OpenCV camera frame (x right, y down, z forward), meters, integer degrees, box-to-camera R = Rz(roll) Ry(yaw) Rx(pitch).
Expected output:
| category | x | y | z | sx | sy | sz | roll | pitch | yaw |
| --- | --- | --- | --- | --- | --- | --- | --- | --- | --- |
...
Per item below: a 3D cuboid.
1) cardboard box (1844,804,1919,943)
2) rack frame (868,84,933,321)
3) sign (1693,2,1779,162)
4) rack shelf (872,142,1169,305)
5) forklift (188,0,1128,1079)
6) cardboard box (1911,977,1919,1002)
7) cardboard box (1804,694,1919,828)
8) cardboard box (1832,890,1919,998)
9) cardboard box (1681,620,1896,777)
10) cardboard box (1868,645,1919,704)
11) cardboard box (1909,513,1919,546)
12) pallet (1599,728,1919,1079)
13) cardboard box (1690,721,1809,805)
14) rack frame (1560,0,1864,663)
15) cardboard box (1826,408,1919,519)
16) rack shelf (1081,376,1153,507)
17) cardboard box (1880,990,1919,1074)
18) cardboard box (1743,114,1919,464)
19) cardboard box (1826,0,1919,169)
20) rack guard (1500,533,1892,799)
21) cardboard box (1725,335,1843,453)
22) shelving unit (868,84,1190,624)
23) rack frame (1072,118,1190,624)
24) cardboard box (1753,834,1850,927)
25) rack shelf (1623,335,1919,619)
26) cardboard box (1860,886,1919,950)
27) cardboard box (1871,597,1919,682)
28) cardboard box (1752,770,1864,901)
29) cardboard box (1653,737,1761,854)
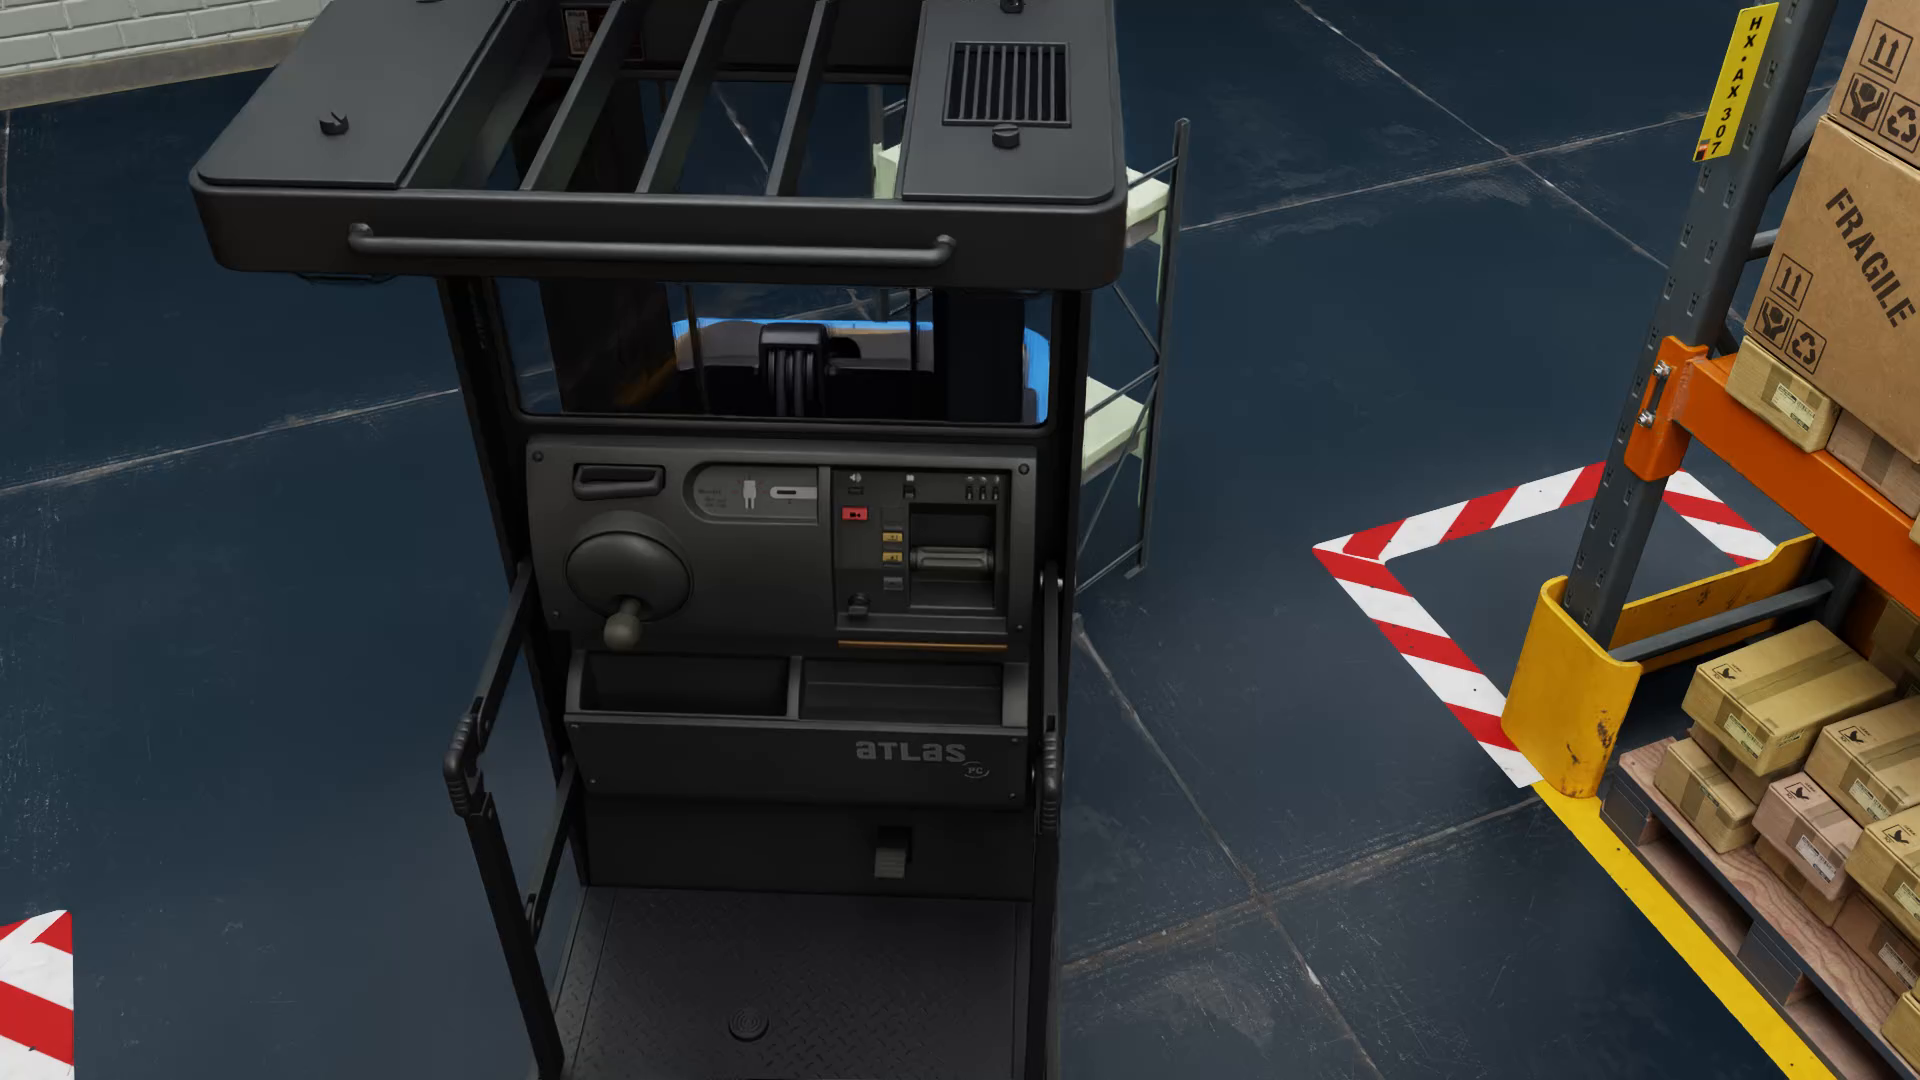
| category | x | y | z | sx | sy | sz | roll | pitch | yaw |
| --- | --- | --- | --- | --- | --- | --- | --- | --- | --- |
| cardboard box | 2.148 | 0.689 | 3.556 | 0.380 | 0.149 | 0.250 | -15 | 43 | -17 |
| rack frame | -0.096 | -0.727 | 4.945 | 0.023 | 1.500 | 0.400 | 32 | 50 | 32 |
| sign | 1.566 | -0.920 | 3.355 | 0.100 | 0.325 | 0.005 | -15 | 43 | -17 |
| rack shelf | 0.168 | -0.857 | 4.498 | 0.720 | 0.370 | 0.431 | 32 | 50 | 32 |
| forklift | -0.333 | 0.094 | 2.892 | 1.130 | 2.935 | 3.031 | 2 | 41 | 2 |
| cardboard box | 2.256 | 0.948 | 3.484 | 0.380 | 0.149 | 0.250 | -14 | 43 | -16 |
| cardboard box | 2.170 | 0.506 | 3.769 | 0.380 | 0.149 | 0.250 | -14 | 43 | -16 |
| cardboard box | 2.249 | 0.875 | 3.796 | 0.380 | 0.149 | 0.250 | -15 | 43 | -16 |
| cardboard box | 1.953 | 0.370 | 3.928 | 0.380 | 0.149 | 0.250 | -17 | 44 | -19 |
| cardboard box | 2.533 | 0.329 | 4.203 | 0.380 | 0.149 | 0.250 | -16 | 43 | -18 |
| cardboard box | 2.077 | -0.036 | 3.184 | 0.380 | 0.149 | 0.250 | -16 | 43 | -18 |
| pallet | 2.374 | 0.874 | 4.071 | 1.003 | 0.211 | 1.213 | -15 | 43 | -17 |
| cardboard box | 2.030 | 0.462 | 4.049 | 0.380 | 0.149 | 0.250 | -13 | 42 | -15 |
| rack frame | 2.067 | -0.727 | 3.795 | 1.000 | 3.000 | 0.127 | -15 | 43 | -17 |
| cardboard box | 2.024 | -0.212 | 3.388 | 0.380 | 0.149 | 0.250 | -14 | 43 | -15 |
| rack shelf | 0.168 | -0.314 | 4.965 | 0.720 | 0.370 | 0.431 | 32 | 50 | 32 |
| cardboard box | 2.245 | 1.057 | 3.585 | 0.380 | 0.149 | 0.250 | -15 | 43 | -16 |
| cardboard box | 1.983 | -0.538 | 3.270 | 0.500 | 0.500 | 0.500 | -13 | 42 | -15 |
| cardboard box | 1.993 | -0.920 | 2.948 | 0.500 | 0.500 | 0.500 | -15 | 43 | -17 |
| rack guard | 2.096 | 0.267 | 4.556 | 1.175 | 0.500 | 0.348 | -15 | 43 | -17 |
| cardboard box | 1.888 | -0.355 | 3.555 | 0.380 | 0.149 | 0.250 | -15 | 43 | -17 |
| shelving unit | 0.168 | -0.561 | 4.753 | 0.755 | 1.500 | 0.431 | 32 | 50 | 32 |
| rack frame | 0.433 | -0.396 | 4.561 | 0.023 | 1.500 | 0.400 | 32 | 50 | 32 |
| cardboard box | 2.147 | 0.728 | 3.968 | 0.380 | 0.149 | 0.250 | -15 | 43 | -17 |
| rack shelf | 2.832 | 0.751 | 2.628 | 1.077 | 0.370 | 4.000 | -15 | 43 | -17 |
| cardboard box | 2.258 | 0.766 | 3.695 | 0.380 | 0.149 | 0.250 | -15 | 43 | -16 |
| cardboard box | 2.504 | 0.225 | 4.096 | 0.380 | 0.149 | 0.250 | -15 | 43 | -16 |
| cardboard box | 2.083 | 0.641 | 3.841 | 0.380 | 0.149 | 0.250 | -15 | 43 | -17 |
| cardboard box | 1.972 | 0.590 | 4.127 | 0.380 | 0.149 | 0.250 | -14 | 43 | -16 |
